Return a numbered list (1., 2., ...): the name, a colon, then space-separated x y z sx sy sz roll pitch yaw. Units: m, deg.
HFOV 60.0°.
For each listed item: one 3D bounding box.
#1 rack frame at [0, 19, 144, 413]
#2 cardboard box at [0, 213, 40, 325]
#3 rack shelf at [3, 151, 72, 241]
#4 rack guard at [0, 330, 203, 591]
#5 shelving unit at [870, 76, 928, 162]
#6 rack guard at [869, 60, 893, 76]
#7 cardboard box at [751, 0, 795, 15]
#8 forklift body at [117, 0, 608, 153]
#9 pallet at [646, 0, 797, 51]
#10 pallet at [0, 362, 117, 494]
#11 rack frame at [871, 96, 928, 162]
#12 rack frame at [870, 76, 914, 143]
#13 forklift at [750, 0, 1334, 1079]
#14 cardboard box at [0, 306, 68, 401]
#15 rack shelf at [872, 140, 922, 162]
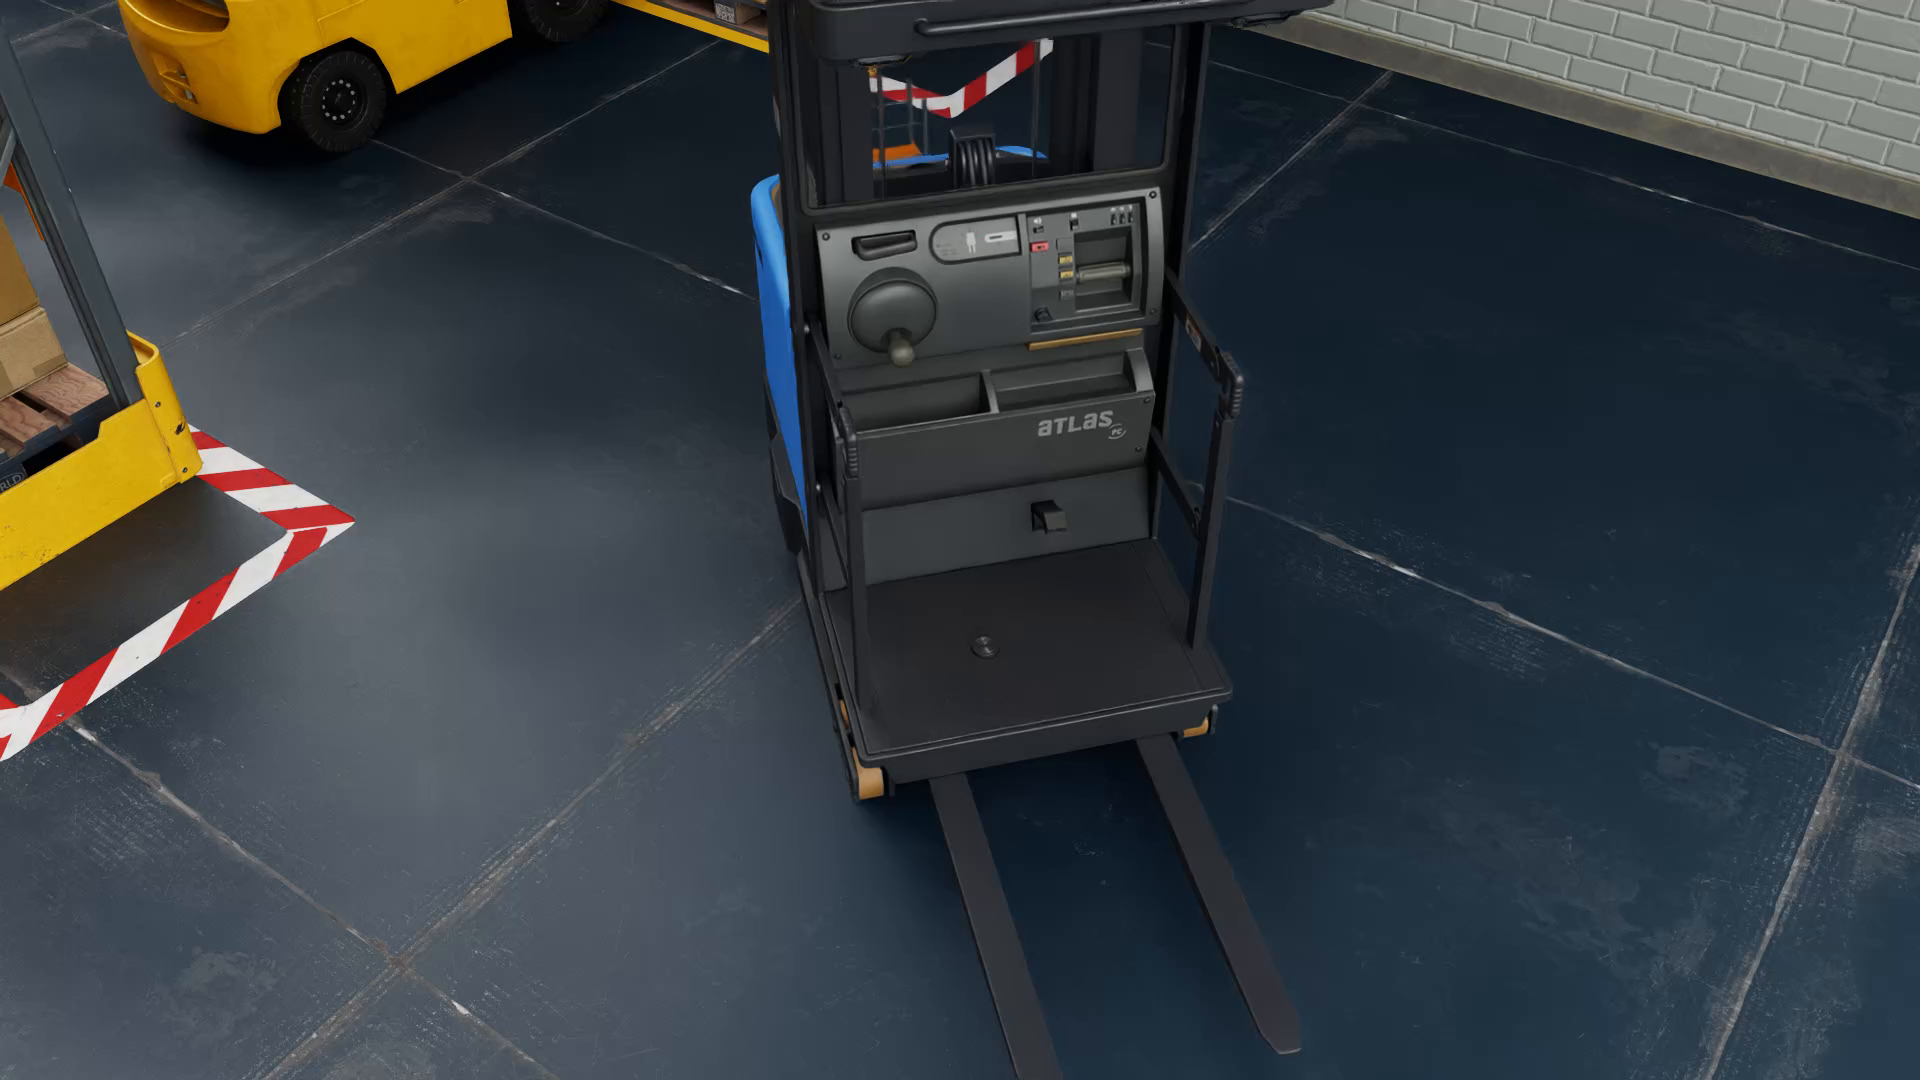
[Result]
1. rack frame: -3.143 -1.108 4.738 0.127 3.000 1.000 25 48 25
2. cardboard box: -3.665 -0.988 5.789 0.500 0.500 0.500 24 47 24
3. rack shelf: -4.781 -1.605 5.834 4.000 0.370 1.077 25 48 25
4. rack guard: -3.205 -0.205 5.604 0.348 0.500 1.175 25 48 25
5. shelving unit: -0.244 -1.051 6.017 0.258 1.200 0.189 -12 39 -13
6. rack guard: -0.277 -2.878 8.592 0.348 0.500 1.175 25 48 25
7. cardboard box: -0.862 -2.958 8.554 0.500 0.250 0.500 25 48 26
8. forklift body: -2.896 -3.233 7.750 1.214 2.155 2.313 25 48 25
9. pallet: -0.946 -3.050 9.000 1.213 0.211 1.003 25 48 25
10. pallet: -3.850 -0.428 6.070 1.213 0.211 1.003 25 48 25
11. rack frame: -0.216 -0.998 5.948 0.240 1.200 0.006 -12 39 -13
12. rack frame: -0.271 -1.104 6.086 0.240 1.200 0.006 -12 39 -13
13. forklift: 0.144 -0.616 4.241 1.130 2.935 3.031 -9 43 -10
14. cardboard box: -3.645 -0.699 6.029 0.500 0.250 0.500 25 47 25
15. rack shelf: -0.251 -1.300 5.823 0.258 0.103 0.180 -12 39 -13
